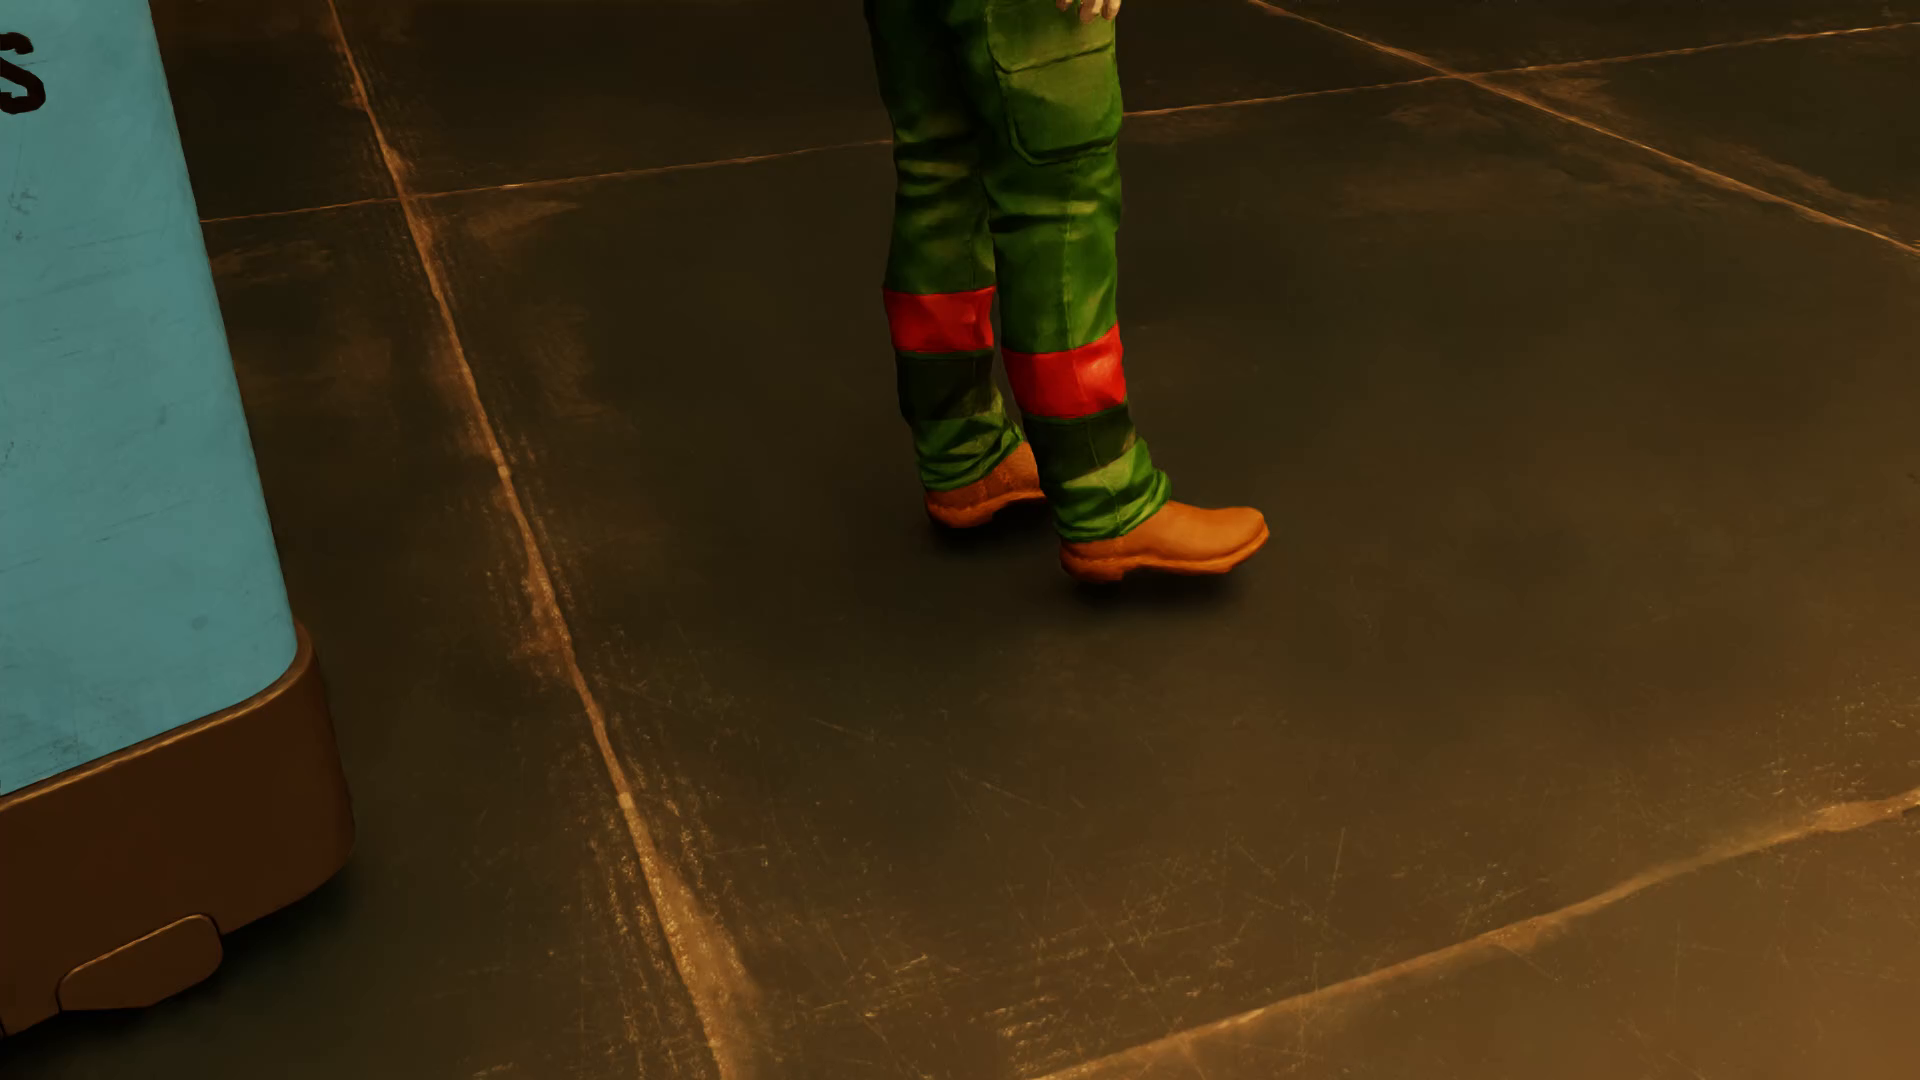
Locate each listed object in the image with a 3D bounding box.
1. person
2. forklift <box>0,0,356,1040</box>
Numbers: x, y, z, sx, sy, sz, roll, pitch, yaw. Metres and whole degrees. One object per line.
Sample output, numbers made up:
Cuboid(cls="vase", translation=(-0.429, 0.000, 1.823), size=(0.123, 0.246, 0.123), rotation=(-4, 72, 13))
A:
Cuboid(cls="person", translation=(0.078, -0.828, 2.052), size=(0.563, 1.787, 0.637), rotation=(-11, 32, -19))
Cuboid(cls="forklift", translation=(-2.078, -0.563, 0.528), size=(3.031, 2.935, 1.130), rotation=(-24, 38, -36))
